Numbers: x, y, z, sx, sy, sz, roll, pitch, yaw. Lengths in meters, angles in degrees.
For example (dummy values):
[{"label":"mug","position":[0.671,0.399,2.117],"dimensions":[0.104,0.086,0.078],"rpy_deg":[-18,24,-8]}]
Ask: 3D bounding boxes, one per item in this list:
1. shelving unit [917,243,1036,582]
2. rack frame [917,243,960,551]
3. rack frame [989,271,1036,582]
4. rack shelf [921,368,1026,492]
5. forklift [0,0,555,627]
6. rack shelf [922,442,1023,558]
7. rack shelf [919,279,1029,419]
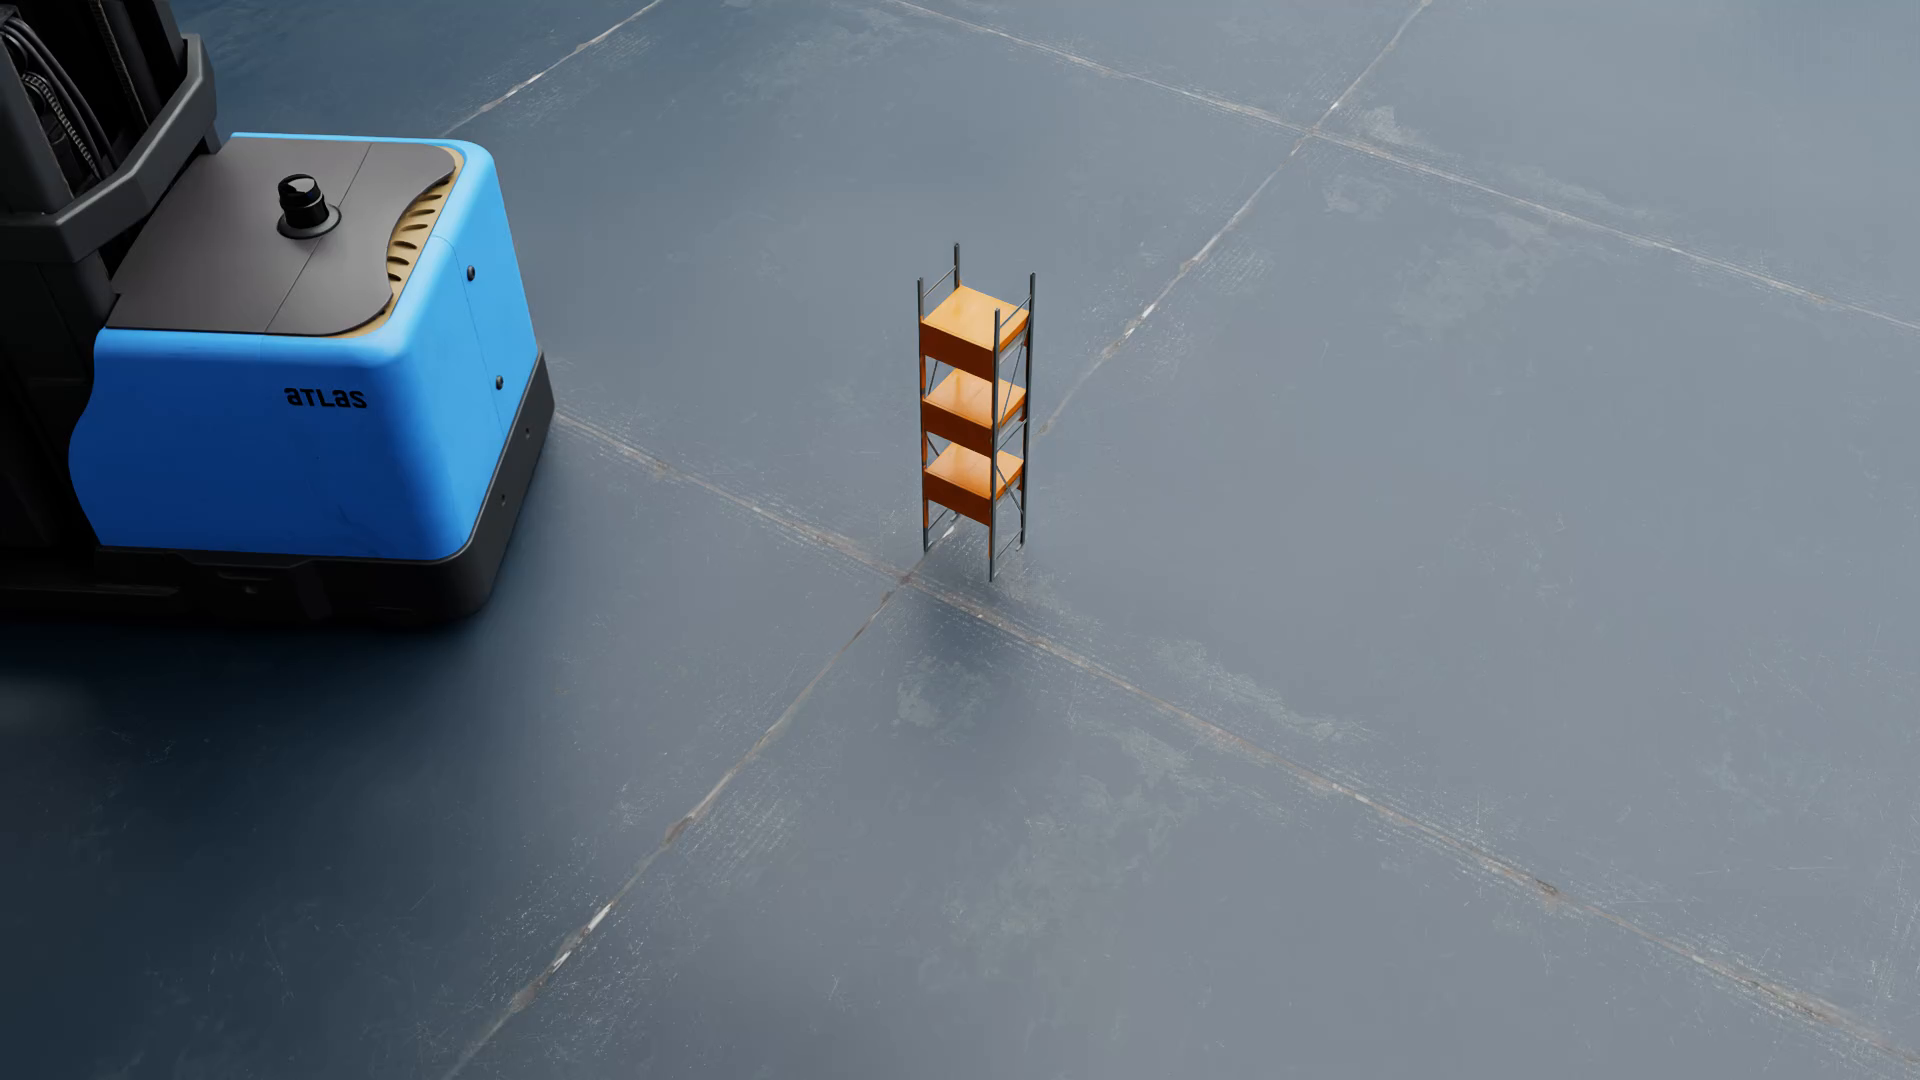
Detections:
[{"label":"shelving unit","position":[0.045,-0.345,4.853],"dimensions":[0.252,1.050,0.215],"rpy_deg":[25,51,22]},{"label":"rack frame","position":[-0.058,-0.392,4.899],"dimensions":[0.008,1.050,0.200],"rpy_deg":[25,51,22]},{"label":"rack frame","position":[0.148,-0.298,4.807],"dimensions":[0.008,1.050,0.200],"rpy_deg":[25,51,22]},{"label":"rack shelf","position":[0.045,-0.338,4.861],"dimensions":[0.240,0.259,0.215],"rpy_deg":[25,51,22]},{"label":"forklift","position":[-2.898,-1.175,4.348],"dimensions":[3.031,2.935,1.130],"rpy_deg":[3,46,3]},{"label":"rack shelf","position":[0.045,-0.144,5.060],"dimensions":[0.240,0.259,0.215],"rpy_deg":[25,51,22]},{"label":"rack shelf","position":[0.045,-0.536,4.657],"dimensions":[0.240,0.259,0.215],"rpy_deg":[25,51,22]}]
